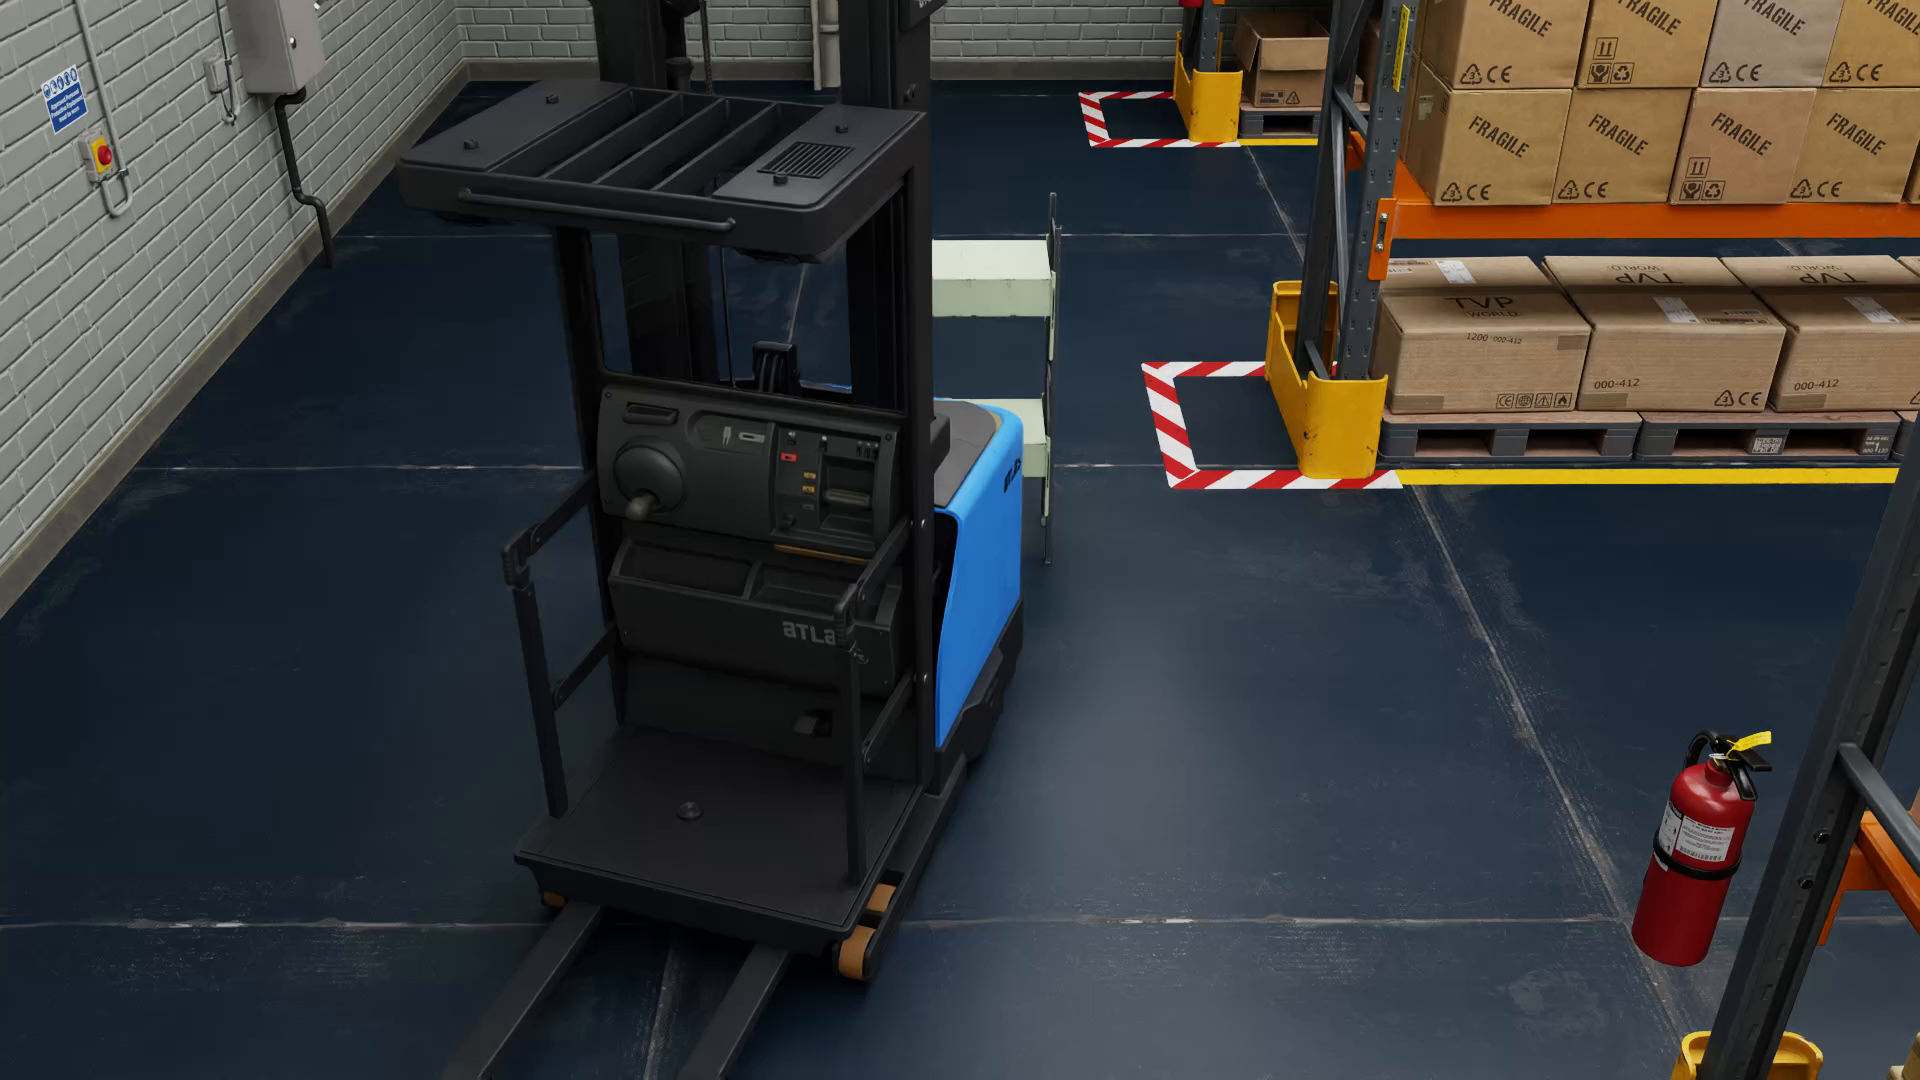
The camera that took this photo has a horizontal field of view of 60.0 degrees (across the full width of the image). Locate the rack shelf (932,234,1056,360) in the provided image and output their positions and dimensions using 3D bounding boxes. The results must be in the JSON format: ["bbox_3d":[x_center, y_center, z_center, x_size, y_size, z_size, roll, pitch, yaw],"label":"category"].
[{"bbox_3d":[0.007,-0.975,6.659,0.720,0.370,0.431,0,31,0],"label":"rack shelf"}]

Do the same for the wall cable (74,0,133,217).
[{"bbox_3d":[-3.856,-2.287,7.118,0.123,1.953,0.585,0,31,0],"label":"wall cable"}]

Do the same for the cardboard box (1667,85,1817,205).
[{"bbox_3d":[3.279,-1.772,7.183,0.500,0.500,0.500,0,31,-1],"label":"cardboard box"}]

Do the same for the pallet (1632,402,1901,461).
[{"bbox_3d":[3.798,-0.722,8.236,1.213,0.211,1.003,0,31,0],"label":"pallet"}]

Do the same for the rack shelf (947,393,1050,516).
[{"bbox_3d":[0.007,-0.363,7.030,0.720,0.370,0.431,0,31,0],"label":"rack shelf"}]

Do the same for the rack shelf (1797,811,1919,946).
[{"bbox_3d":[3.913,1.000,3.404,4.000,0.370,1.077,0,31,0],"label":"rack shelf"}]

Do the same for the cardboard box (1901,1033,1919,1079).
[{"bbox_3d":[2.441,1.350,3.903,0.250,0.149,0.380,0,31,0],"label":"cardboard box"}]

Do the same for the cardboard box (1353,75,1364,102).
[{"bbox_3d":[2.786,-3.338,12.204,0.250,0.149,0.380,-1,31,-2],"label":"cardboard box"}]

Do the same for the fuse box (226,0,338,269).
[{"bbox_3d":[-3.723,-2.378,9.520,0.414,1.711,0.539,0,31,0],"label":"fuse box"}]

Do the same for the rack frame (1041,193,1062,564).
[{"bbox_3d":[0.373,-0.642,6.863,0.023,1.500,0.400,0,31,0],"label":"rack frame"}]

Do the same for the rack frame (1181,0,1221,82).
[{"bbox_3d":[1.749,-4.443,11.682,0.127,3.000,1.000,0,31,0],"label":"rack frame"}]

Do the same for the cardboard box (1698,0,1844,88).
[{"bbox_3d":[3.296,-2.204,6.930,0.500,0.500,0.500,0,31,-1],"label":"cardboard box"}]

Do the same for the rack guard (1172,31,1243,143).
[{"bbox_3d":[1.825,-3.375,12.331,0.348,0.500,1.175,0,31,0],"label":"rack guard"}]

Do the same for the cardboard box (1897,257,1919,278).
[{"bbox_3d":[5.154,-1.019,8.103,0.875,0.438,0.875,-1,31,-1],"label":"cardboard box"}]

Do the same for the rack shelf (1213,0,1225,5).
[{"bbox_3d":[3.749,-4.142,11.879,4.000,0.370,1.077,0,31,0],"label":"rack shelf"}]

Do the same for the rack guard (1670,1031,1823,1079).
[{"bbox_3d":[1.989,1.767,3.856,0.348,0.500,1.175,0,31,0],"label":"rack guard"}]

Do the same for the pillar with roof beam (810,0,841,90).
[{"bbox_3d":[-0.927,-5.234,7.202,0.400,9.000,9.100,0,31,0],"label":"pillar with roof beam"}]

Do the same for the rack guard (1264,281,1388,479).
[{"bbox_3d":[1.758,-0.800,8.087,0.348,0.500,1.175,0,31,0],"label":"rack guard"}]

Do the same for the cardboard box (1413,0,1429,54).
[{"bbox_3d":[2.263,-2.464,7.359,0.500,0.500,0.500,1,31,1],"label":"cardboard box"}]

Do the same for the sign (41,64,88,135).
[{"bbox_3d":[-3.917,-1.929,7.278,0.001,0.218,0.327,0,31,0],"label":"sign"}]

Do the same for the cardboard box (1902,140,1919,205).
[{"bbox_3d":[4.303,-1.776,7.190,0.500,0.500,0.500,-1,31,-1],"label":"cardboard box"}]

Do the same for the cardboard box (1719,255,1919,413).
[{"bbox_3d":[4.259,-1.016,8.098,0.875,0.438,0.875,-1,31,-2],"label":"cardboard box"}]

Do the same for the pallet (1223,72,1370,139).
[{"bbox_3d":[2.622,-3.254,12.411,1.213,0.211,1.003,0,31,0],"label":"pallet"}]

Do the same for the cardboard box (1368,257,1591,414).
[{"bbox_3d":[2.442,-1.007,8.083,0.875,0.438,0.875,-1,31,-2],"label":"cardboard box"}]

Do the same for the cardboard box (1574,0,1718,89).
[{"bbox_3d":[2.781,-2.198,6.921,0.500,0.500,0.500,-1,31,-2],"label":"cardboard box"}]

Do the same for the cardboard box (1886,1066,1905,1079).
[{"bbox_3d":[2.439,1.461,4.007,0.250,0.149,0.380,-1,31,-2],"label":"cardboard box"}]

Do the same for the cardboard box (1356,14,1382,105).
[{"bbox_3d":[3.216,-3.490,12.115,0.500,0.500,0.700,1,31,2],"label":"cardboard box"}]

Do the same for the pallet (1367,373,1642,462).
[{"bbox_3d":[2.582,-0.720,8.233,1.213,0.211,1.003,0,31,0],"label":"pallet"}]

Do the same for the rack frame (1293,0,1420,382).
[{"bbox_3d":[1.782,-1.869,7.438,0.127,3.000,1.000,0,31,0],"label":"rack frame"}]

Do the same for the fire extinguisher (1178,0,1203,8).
[{"bbox_3d":[1.605,-4.011,11.403,0.183,0.674,0.296,0,31,0],"label":"fire extinguisher"}]

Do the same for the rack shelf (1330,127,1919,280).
[{"bbox_3d":[3.782,-1.567,7.635,4.000,0.370,1.077,0,31,0],"label":"rack shelf"}]

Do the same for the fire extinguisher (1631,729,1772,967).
[{"bbox_3d":[1.659,0.652,3.717,0.183,0.674,0.296,0,31,0],"label":"fire extinguisher"}]

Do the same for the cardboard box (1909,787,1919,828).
[{"bbox_3d":[2.238,0.658,3.515,0.250,0.149,0.380,0,31,0],"label":"cardboard box"}]

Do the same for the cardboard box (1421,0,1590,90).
[{"bbox_3d":[2.264,-2.193,6.912,0.500,0.500,0.500,-1,31,-1],"label":"cardboard box"}]

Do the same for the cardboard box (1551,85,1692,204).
[{"bbox_3d":[2.770,-1.780,7.196,0.500,0.500,0.500,-1,31,-1],"label":"cardboard box"}]

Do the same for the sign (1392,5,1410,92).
[{"bbox_3d":[1.780,-1.985,6.719,0.005,0.325,0.100,0,31,0],"label":"sign"}]

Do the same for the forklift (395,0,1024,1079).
[{"bbox_3d":[-0.692,-0.153,4.676,1.130,2.935,3.031,9,32,15],"label":"forklift"}]

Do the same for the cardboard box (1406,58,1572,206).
[{"bbox_3d":[2.264,-1.764,7.169,0.500,0.500,0.500,0,31,-1],"label":"cardboard box"}]

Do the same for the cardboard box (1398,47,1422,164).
[{"bbox_3d":[2.263,-2.050,7.641,0.500,0.500,0.500,0,31,0],"label":"cardboard box"}]

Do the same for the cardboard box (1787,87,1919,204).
[{"bbox_3d":[3.779,-1.783,7.200,0.500,0.500,0.500,1,31,1],"label":"cardboard box"}]

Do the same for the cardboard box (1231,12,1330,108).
[{"bbox_3d":[2.361,-3.508,12.143,0.637,0.503,0.797,-1,31,-2],"label":"cardboard box"}]

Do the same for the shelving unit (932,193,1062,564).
[{"bbox_3d":[0.007,-0.641,6.861,0.755,1.500,0.431,0,31,0],"label":"shelving unit"}]

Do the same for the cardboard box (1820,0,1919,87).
[{"bbox_3d":[3.794,-2.206,6.933,0.500,0.500,0.500,0,31,0],"label":"cardboard box"}]

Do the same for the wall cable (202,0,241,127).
[{"bbox_3d":[-3.876,-3.009,8.338,0.122,1.984,0.588,0,31,0],"label":"wall cable"}]

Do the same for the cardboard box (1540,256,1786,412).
[{"bbox_3d":[3.357,-1.014,8.095,0.875,0.438,0.875,1,31,1],"label":"cardboard box"}]

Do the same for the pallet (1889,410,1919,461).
[{"bbox_3d":[5.022,-0.727,8.245,1.213,0.211,1.003,0,31,0],"label":"pallet"}]
